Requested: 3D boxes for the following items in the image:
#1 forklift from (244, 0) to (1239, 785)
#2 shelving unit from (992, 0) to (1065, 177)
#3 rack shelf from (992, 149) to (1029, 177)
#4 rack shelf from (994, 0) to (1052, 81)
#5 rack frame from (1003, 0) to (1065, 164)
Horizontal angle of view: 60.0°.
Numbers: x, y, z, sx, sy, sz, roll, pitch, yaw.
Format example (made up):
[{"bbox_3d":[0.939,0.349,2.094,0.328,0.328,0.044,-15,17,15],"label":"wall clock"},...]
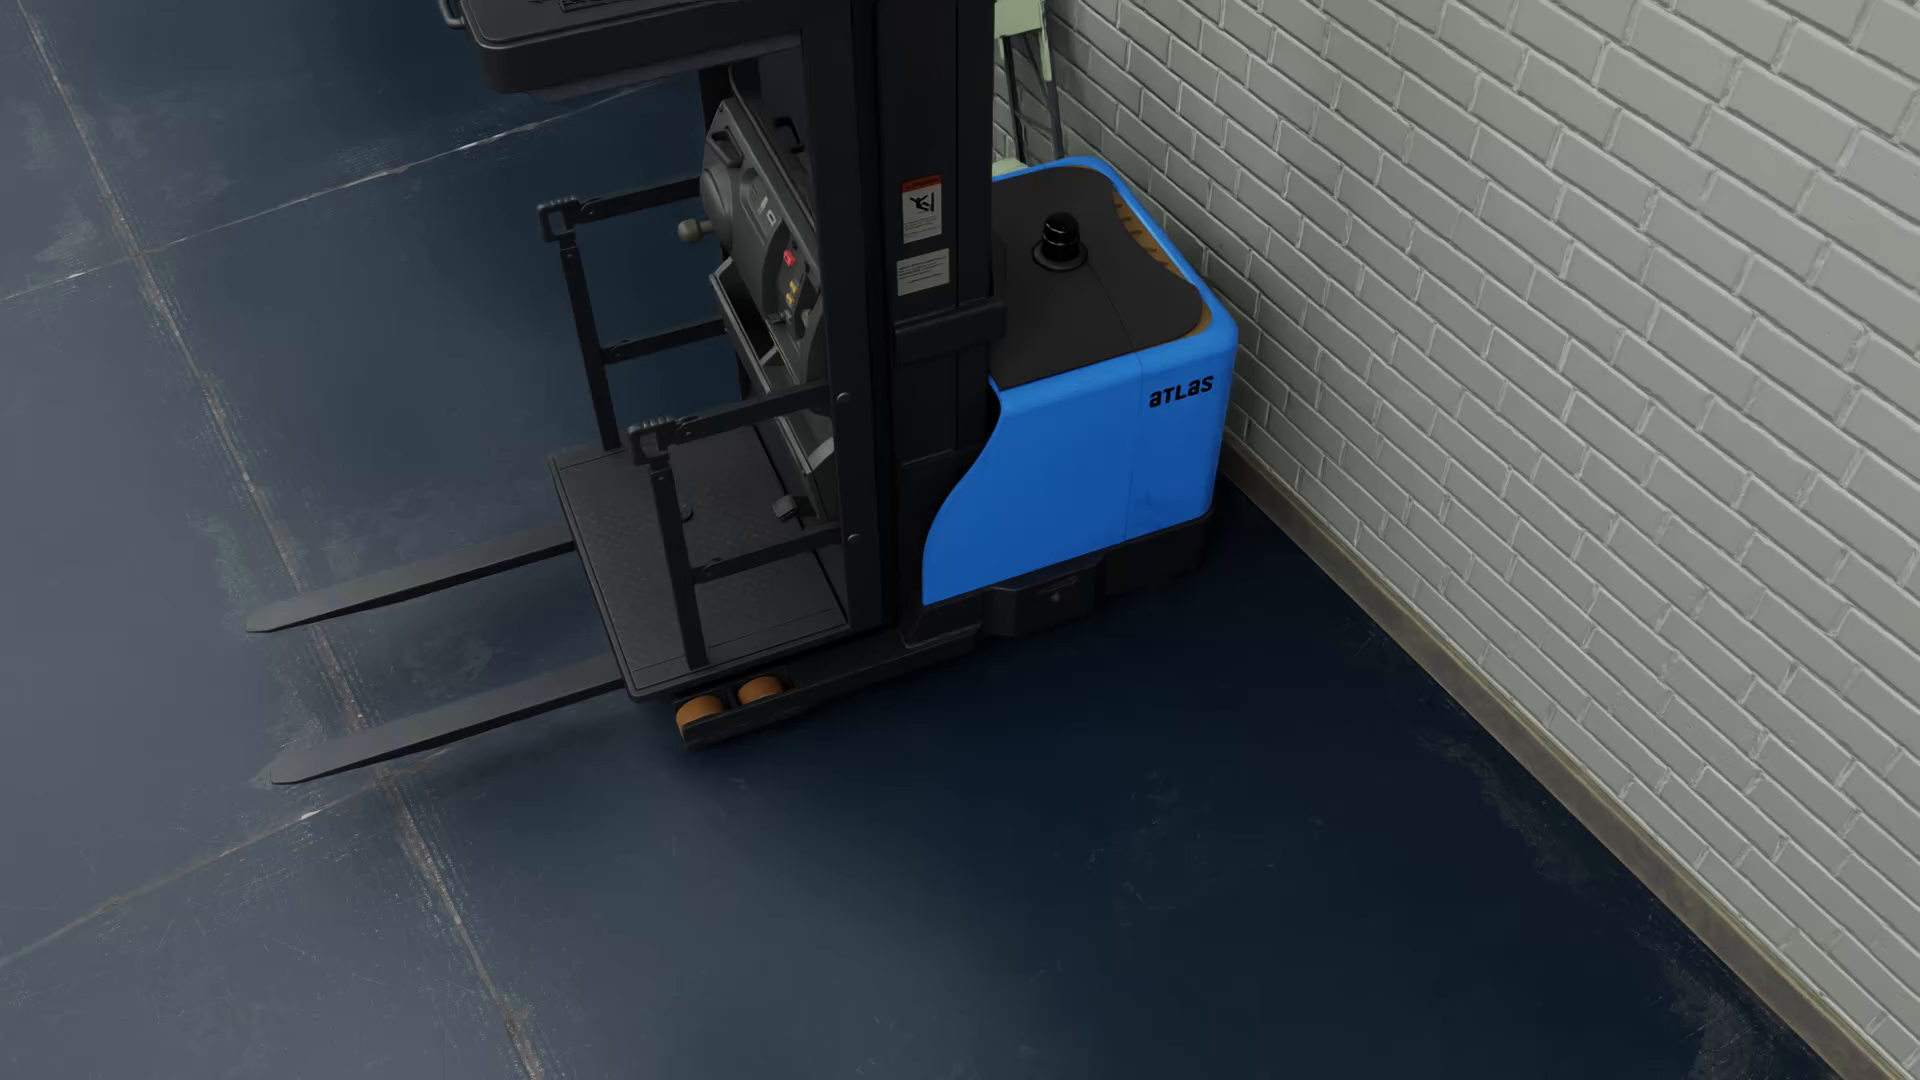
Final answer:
[{"bbox_3d":[-0.727,-0.785,4.486,3.031,2.935,1.130,-17,51,-15],"label":"forklift"},{"bbox_3d":[-0.059,-1.392,5.929,0.755,1.500,0.431,-19,32,-15],"label":"shelving unit"},{"bbox_3d":[-0.014,-1.116,6.096,0.720,0.370,0.431,-19,32,-15],"label":"rack shelf"},{"bbox_3d":[-0.114,-1.722,5.729,0.720,0.370,0.431,-19,32,-15],"label":"rack shelf"},{"bbox_3d":[0.275,-1.505,6.025,0.023,1.500,0.400,-19,32,-15],"label":"rack frame"}]
